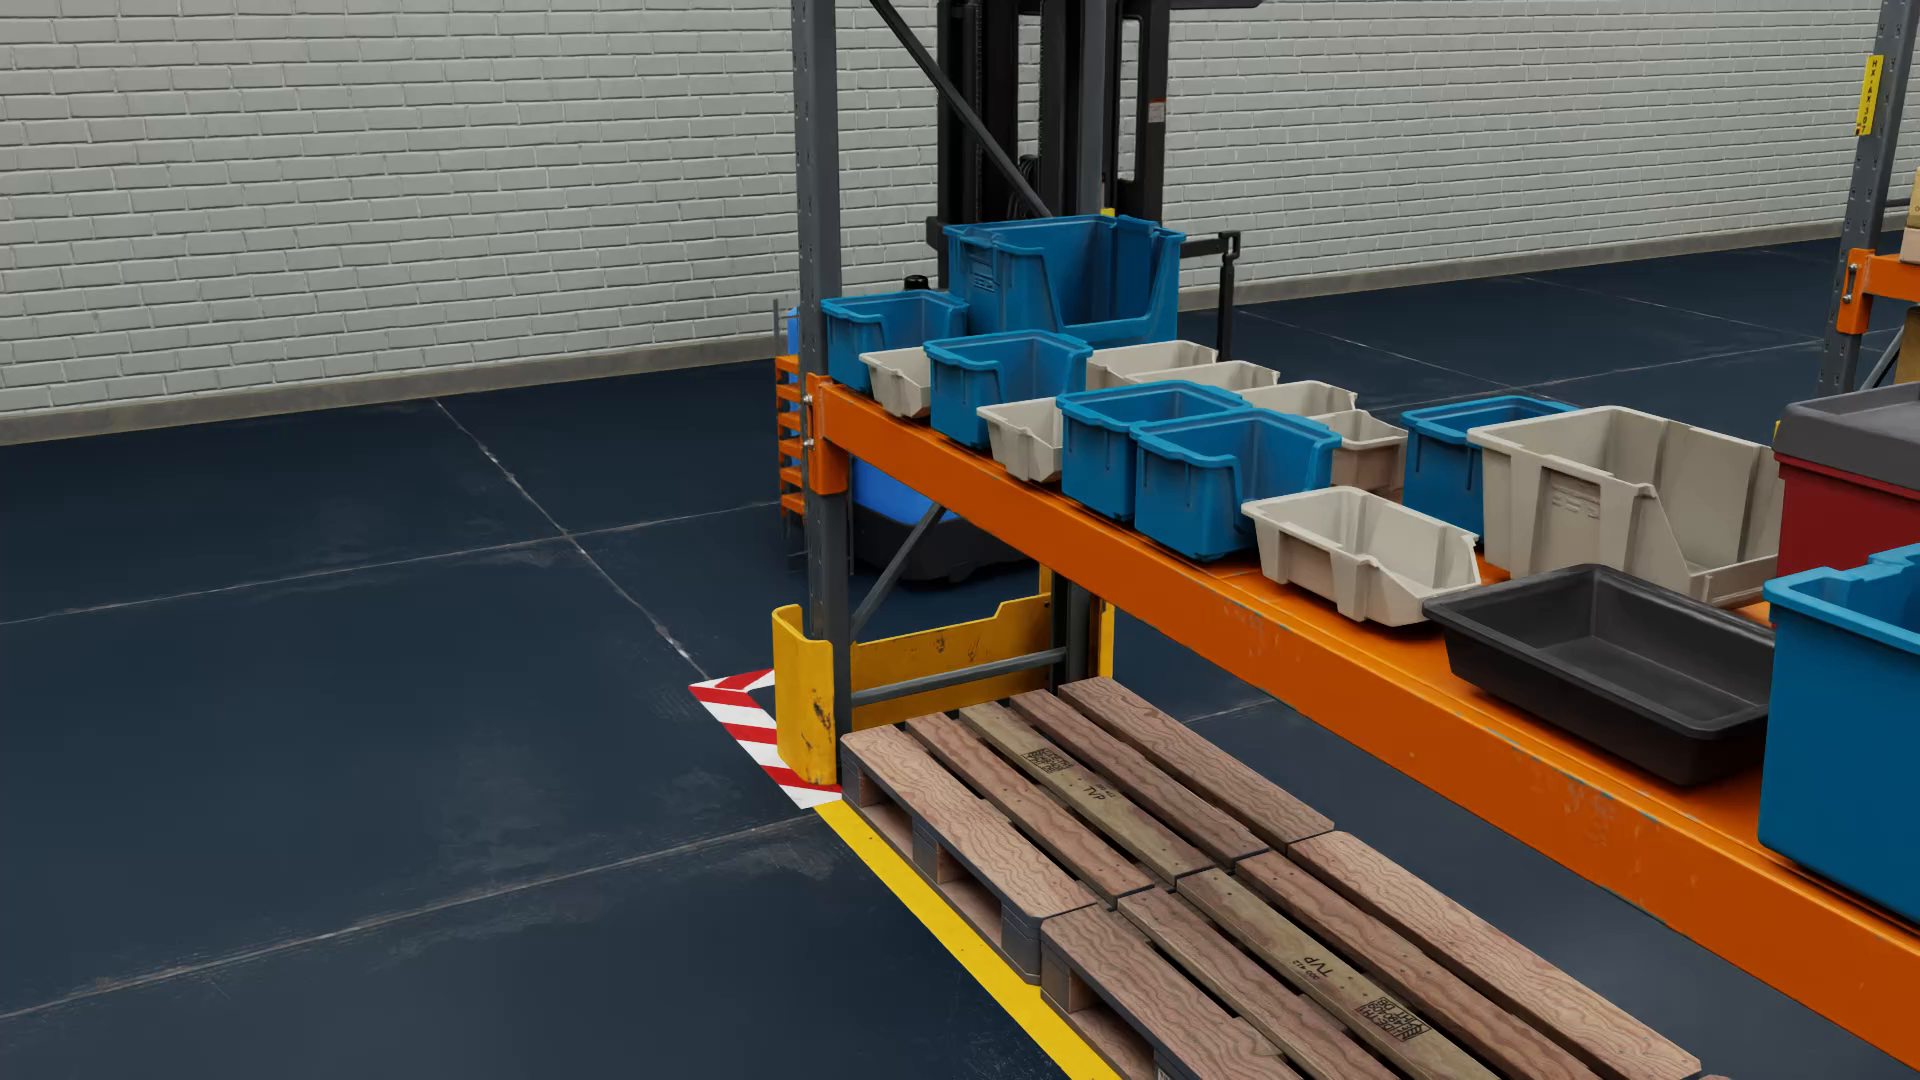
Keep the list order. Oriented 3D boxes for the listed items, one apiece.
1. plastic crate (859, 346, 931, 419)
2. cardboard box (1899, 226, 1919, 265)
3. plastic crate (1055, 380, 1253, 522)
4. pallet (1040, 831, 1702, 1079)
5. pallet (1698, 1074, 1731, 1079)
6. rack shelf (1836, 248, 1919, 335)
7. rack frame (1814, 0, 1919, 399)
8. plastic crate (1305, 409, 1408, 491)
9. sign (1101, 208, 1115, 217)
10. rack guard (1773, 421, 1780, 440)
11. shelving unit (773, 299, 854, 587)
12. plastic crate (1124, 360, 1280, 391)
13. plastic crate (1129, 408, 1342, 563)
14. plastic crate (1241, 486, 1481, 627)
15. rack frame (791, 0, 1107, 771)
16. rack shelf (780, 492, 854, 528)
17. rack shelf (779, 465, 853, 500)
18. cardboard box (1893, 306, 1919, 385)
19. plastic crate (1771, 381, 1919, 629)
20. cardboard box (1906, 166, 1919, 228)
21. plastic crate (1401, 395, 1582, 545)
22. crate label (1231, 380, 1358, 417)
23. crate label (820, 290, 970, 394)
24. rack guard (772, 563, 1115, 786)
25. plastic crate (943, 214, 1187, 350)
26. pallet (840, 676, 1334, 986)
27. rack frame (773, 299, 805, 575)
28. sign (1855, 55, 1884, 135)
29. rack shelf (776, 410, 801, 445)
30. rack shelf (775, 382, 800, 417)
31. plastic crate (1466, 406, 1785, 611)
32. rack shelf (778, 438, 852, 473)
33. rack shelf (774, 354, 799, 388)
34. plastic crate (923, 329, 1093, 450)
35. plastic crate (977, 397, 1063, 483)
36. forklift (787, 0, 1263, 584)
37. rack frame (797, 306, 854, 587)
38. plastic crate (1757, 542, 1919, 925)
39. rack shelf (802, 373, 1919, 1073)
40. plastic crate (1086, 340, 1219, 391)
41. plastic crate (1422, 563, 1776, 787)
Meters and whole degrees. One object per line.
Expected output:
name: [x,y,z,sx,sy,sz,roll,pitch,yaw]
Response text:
plastic crate: [-0.110,-0.431,4.594,0.250,0.136,0.298,-10,21,-27]
cardboard box: [4.220,-1.250,7.039,0.380,0.149,0.250,-10,21,-26]
plastic crate: [0.436,-0.203,3.787,0.416,0.233,0.300,-10,21,-27]
pallet: [0.916,1.157,3.956,1.003,0.211,1.213,-10,21,-27]
pallet: [1.499,1.507,2.940,1.003,0.211,1.213,-10,21,-27]
rack shelf: [5.292,-0.607,5.895,1.077,0.370,4.000,-10,21,-27]
rack frame: [4.342,-1.521,7.442,1.000,3.000,0.127,-10,21,-27]
plastic crate: [0.965,-0.208,3.948,0.298,0.136,0.250,-10,21,-27]
sign: [0.460,-0.921,5.452,0.100,0.325,0.005,-10,21,-27]
rack guard: [4.331,-0.347,7.869,1.175,0.500,0.348,-10,21,-27]
shelving unit: [-0.611,-0.417,6.998,0.258,1.200,0.189,-14,23,-34]
plastic crate: [0.655,-0.366,4.407,0.396,0.136,0.243,-10,21,-27]
plastic crate: [0.578,-0.117,3.538,0.416,0.233,0.300,-10,21,-27]
plastic crate: [0.791,0.037,3.237,0.293,0.136,0.466,-10,21,-27]
rack frame: [-0.017,-0.754,5.218,1.000,3.000,0.127,-10,21,-27]
rack shelf: [-0.610,-0.148,7.091,0.258,0.103,0.180,-14,23,-34]
rack shelf: [-0.611,-0.261,7.052,0.258,0.103,0.180,-14,23,-34]
cardboard box: [4.716,-0.544,7.223,0.875,0.875,0.875,-10,21,-27]
plastic crate: [1.679,0.040,2.726,0.402,0.464,0.583,-10,21,-27]
cardboard box: [4.332,-1.411,6.897,0.500,0.250,0.500,-11,22,-28]
plastic crate: [1.184,-0.153,3.642,0.416,0.233,0.300,-10,21,-27]
crate label: [0.808,-0.290,4.186,0.396,0.136,0.243,-10,21,-27]
crate label: [-0.189,-0.581,4.883,0.416,0.233,0.303,-10,21,-27]
rack guard: [-0.040,0.423,5.640,1.175,0.500,0.348,-10,21,-27]
plastic crate: [0.307,-0.732,5.008,0.616,0.435,0.499,-10,21,-27]
pallet: [0.341,0.807,4.970,1.003,0.211,1.213,-10,21,-27]
rack frame: [-0.666,-0.441,7.067,0.240,1.200,0.006,-14,23,-34]
sign: [3.851,-1.884,7.043,0.100,0.325,0.005,-10,21,-27]
rack shelf: [-0.611,-0.488,6.973,0.258,0.103,0.180,-14,23,-34]
rack shelf: [-0.612,-0.601,6.934,0.258,0.103,0.180,-14,23,-34]
plastic crate: [1.320,-0.045,3.253,0.437,0.282,0.530,-10,21,-27]
rack shelf: [-0.611,-0.375,7.013,0.258,0.103,0.180,-14,23,-34]
rack shelf: [-0.612,-0.715,6.895,0.258,0.103,0.180,-14,23,-34]
plastic crate: [0.123,-0.392,4.335,0.416,0.233,0.300,-10,21,-27]
plastic crate: [0.212,-0.236,4.030,0.250,0.136,0.298,-10,21,-27]
forklift: [0.706,-1.566,7.676,3.031,2.935,1.130,-14,23,-34]
rack frame: [-0.556,-0.393,6.929,0.240,1.200,0.006,-14,23,-34]
plastic crate: [1.361,0.292,2.119,0.392,0.384,0.575,-10,21,-27]
rack shelf: [0.933,0.160,3.672,1.077,0.370,4.000,-10,21,-27]
plastic crate: [0.530,-0.452,4.654,0.396,0.136,0.243,-10,21,-27]
plastic crate: [1.115,0.216,2.736,0.437,0.125,0.590,-10,21,-27]
